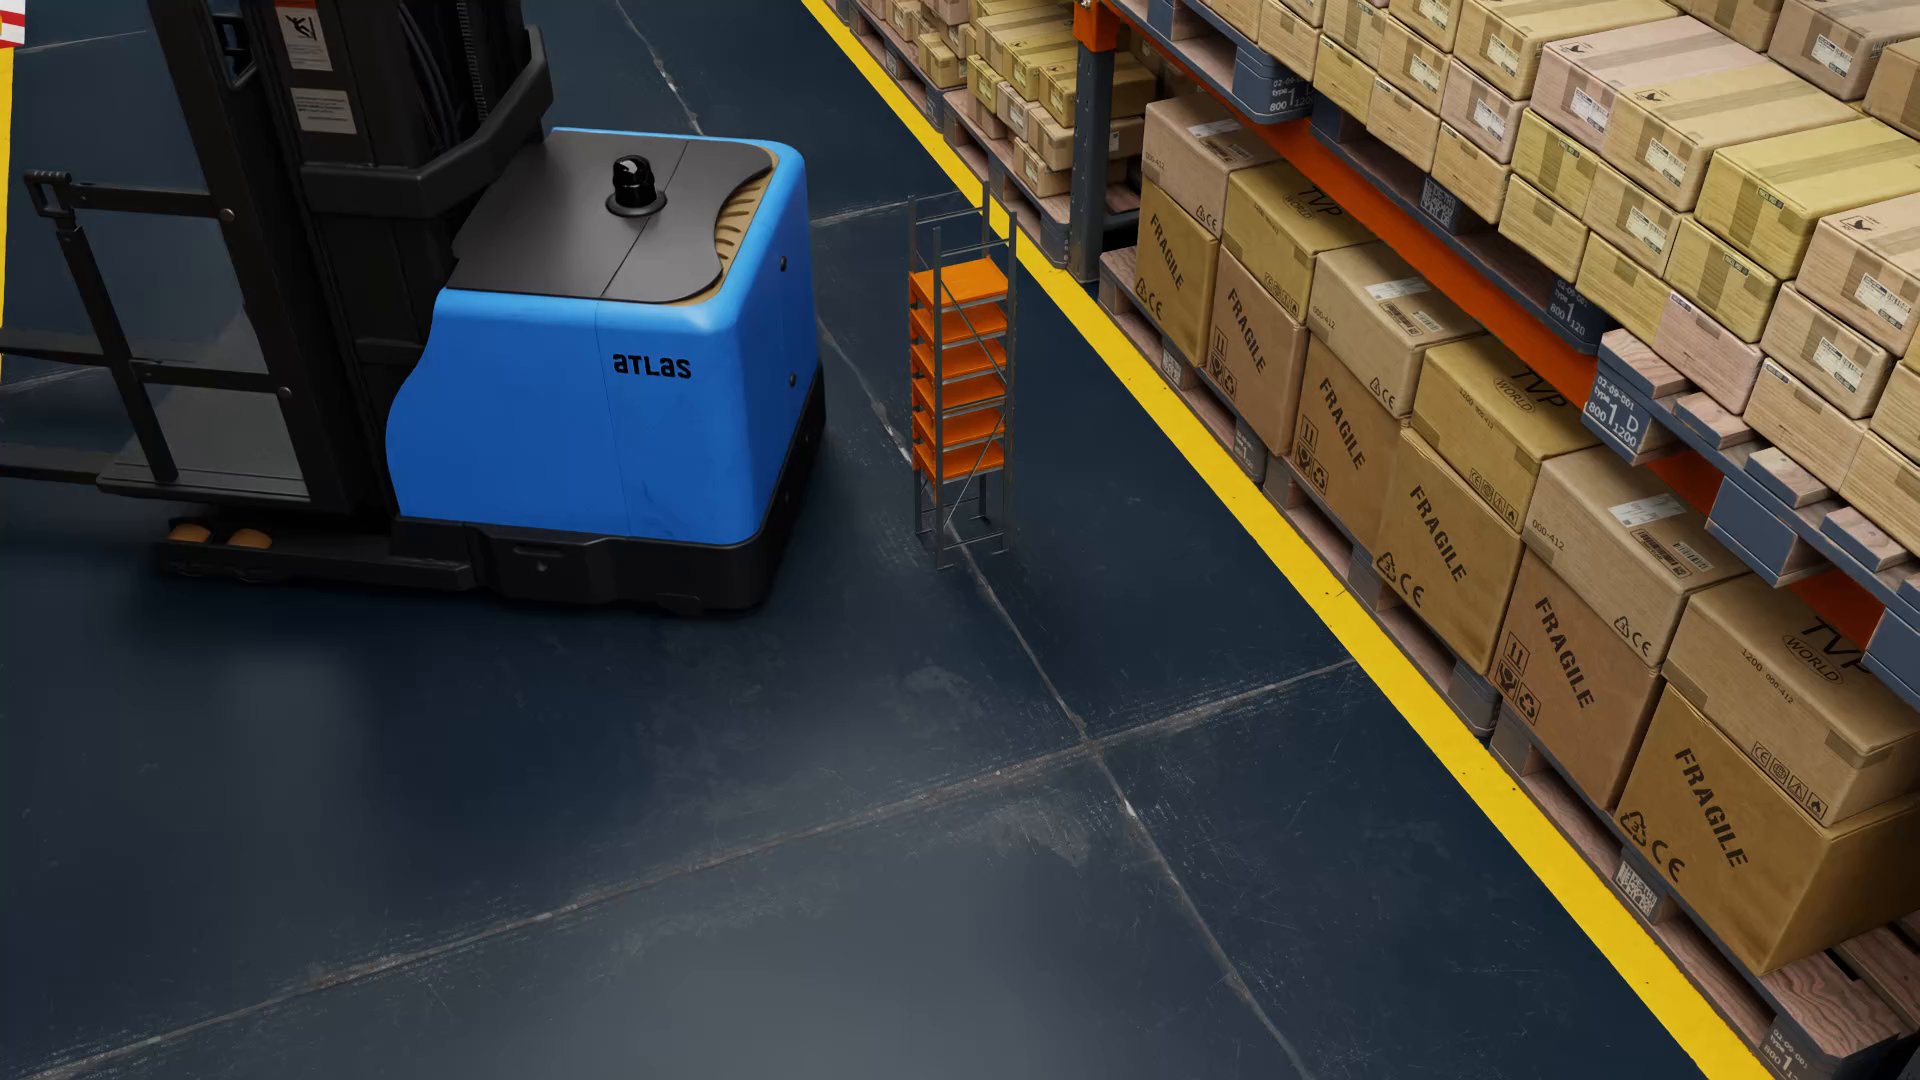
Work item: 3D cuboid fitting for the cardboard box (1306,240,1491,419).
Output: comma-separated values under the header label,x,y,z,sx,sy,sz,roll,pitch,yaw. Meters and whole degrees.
label,x,y,z,sx,sy,sz,roll,pitch,yaw
cardboard box,1.335,-0.628,4.700,0.500,0.250,0.500,-14,43,-15

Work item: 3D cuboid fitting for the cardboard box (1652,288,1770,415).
label,x,y,z,sx,sy,sz,roll,pitch,yaw
cardboard box,1.624,-0.414,3.301,0.380,0.149,0.250,-14,43,-16

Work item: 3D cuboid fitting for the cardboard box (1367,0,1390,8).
label,x,y,z,sx,sy,sz,roll,pitch,yaw
cardboard box,1.121,-1.431,4.028,0.380,0.149,0.250,-14,43,-15

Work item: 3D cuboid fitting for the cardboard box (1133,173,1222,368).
label,x,y,z,sx,sy,sz,roll,pitch,yaw
cardboard box,0.937,-0.972,5.675,0.500,0.500,0.500,-14,43,-15

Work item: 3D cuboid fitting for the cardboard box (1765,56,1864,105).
label,x,y,z,sx,sy,sz,roll,pitch,yaw
cardboard box,2.028,-1.006,3.761,0.380,0.149,0.250,-15,43,-17

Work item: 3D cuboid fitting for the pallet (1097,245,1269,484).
label,x,y,z,sx,sy,sz,roll,pitch,yaw
pallet,1.199,-0.746,5.956,1.003,0.211,1.213,-15,43,-17

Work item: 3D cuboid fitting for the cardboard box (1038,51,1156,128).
label,x,y,z,sx,sy,sz,roll,pitch,yaw
cardboard box,0.523,-1.725,6.364,0.380,0.149,0.250,-14,43,-16

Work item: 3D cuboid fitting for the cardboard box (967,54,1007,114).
label,x,y,z,sx,sy,sz,roll,pitch,yaw
cardboard box,0.252,-1.891,6.784,0.380,0.149,0.250,-17,43,-18

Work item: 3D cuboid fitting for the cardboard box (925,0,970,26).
label,x,y,z,sx,sy,sz,roll,pitch,yaw
cardboard box,0.071,-2.333,7.071,0.380,0.149,0.250,-17,44,-19

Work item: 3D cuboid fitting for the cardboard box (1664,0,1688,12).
label,x,y,z,sx,sy,sz,roll,pitch,yaw
cardboard box,1.836,-1.421,4.017,0.380,0.149,0.250,-16,43,-17

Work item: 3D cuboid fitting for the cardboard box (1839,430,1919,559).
label,x,y,z,sx,sy,sz,roll,pitch,yaw
cardboard box,1.817,-0.109,2.947,0.380,0.149,0.250,-14,43,-16

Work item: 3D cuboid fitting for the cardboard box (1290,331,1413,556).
label,x,y,z,sx,sy,sz,roll,pitch,yaw
cardboard box,1.354,-0.342,4.942,0.500,0.500,0.500,-14,43,-16

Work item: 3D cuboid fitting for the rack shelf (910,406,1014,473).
label,x,y,z,sx,sy,sz,roll,pitch,yaw
rack shelf,0.006,-0.322,4.956,0.258,0.103,0.180,-15,43,-17

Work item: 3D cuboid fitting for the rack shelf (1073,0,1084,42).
label,x,y,z,sx,sy,sz,roll,pitch,yaw
rack shelf,0.134,-3.204,7.227,1.077,0.370,4.000,-15,43,-17

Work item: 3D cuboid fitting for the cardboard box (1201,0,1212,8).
label,x,y,z,sx,sy,sz,roll,pitch,yaw
cardboard box,0.829,-1.667,4.759,0.380,0.149,0.250,-15,43,-17

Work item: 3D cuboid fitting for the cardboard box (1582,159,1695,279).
label,x,y,z,sx,sy,sz,roll,pitch,yaw
cardboard box,1.518,-0.692,3.397,0.380,0.149,0.250,-15,43,-17

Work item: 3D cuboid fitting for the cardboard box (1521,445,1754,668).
label,x,y,z,sx,sy,sz,roll,pitch,yaw
cardboard box,1.723,-0.006,3.977,0.500,0.250,0.500,-15,43,-16

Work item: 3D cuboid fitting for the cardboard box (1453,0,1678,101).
label,x,y,z,sx,sy,sz,roll,pitch,yaw
cardboard box,1.326,-1.112,3.657,0.380,0.149,0.250,-13,42,-15

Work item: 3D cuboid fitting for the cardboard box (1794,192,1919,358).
label,x,y,z,sx,sy,sz,roll,pitch,yaw
cardboard box,1.725,-0.485,2.928,0.380,0.149,0.250,-16,43,-17

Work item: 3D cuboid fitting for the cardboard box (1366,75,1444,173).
label,x,y,z,sx,sy,sz,roll,pitch,yaw
cardboard box,1.223,-1.046,4.037,0.380,0.149,0.250,-17,44,-19

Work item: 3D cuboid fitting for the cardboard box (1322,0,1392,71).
label,x,y,z,sx,sy,sz,roll,pitch,yaw
cardboard box,1.132,-1.308,4.113,0.380,0.149,0.250,-16,43,-18

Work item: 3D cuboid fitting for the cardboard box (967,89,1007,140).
label,x,y,z,sx,sy,sz,roll,pitch,yaw
cardboard box,0.252,-1.822,6.933,0.380,0.149,0.250,-16,43,-18

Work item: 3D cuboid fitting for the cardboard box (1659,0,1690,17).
label,x,y,z,sx,sy,sz,roll,pitch,yaw
cardboard box,1.830,-1.318,4.124,0.380,0.149,0.250,-14,43,-15

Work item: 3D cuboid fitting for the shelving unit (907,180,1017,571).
label,x,y,z,sx,sy,sz,roll,pitch,yaw
shelving unit,0.006,-0.446,4.849,0.258,1.200,0.189,-15,43,-17

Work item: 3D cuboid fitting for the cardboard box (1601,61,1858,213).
label,x,y,z,sx,sy,sz,roll,pitch,yaw
cardboard box,1.519,-0.803,3.297,0.380,0.149,0.250,-14,43,-16

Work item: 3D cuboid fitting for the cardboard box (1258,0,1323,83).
label,x,y,z,sx,sy,sz,roll,pitch,yaw
cardboard box,1.022,-1.362,4.404,0.380,0.149,0.250,-17,44,-19

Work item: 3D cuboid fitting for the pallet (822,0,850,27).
label,x,y,z,sx,sy,sz,roll,pitch,yaw
pallet,-0.324,-3.080,8.670,1.003,0.211,1.213,-15,43,-17

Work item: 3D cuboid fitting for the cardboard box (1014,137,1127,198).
label,x,y,z,sx,sy,sz,roll,pitch,yaw
cardboard box,0.435,-1.502,6.560,0.380,0.149,0.250,-15,43,-16

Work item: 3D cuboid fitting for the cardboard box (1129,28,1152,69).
label,x,y,z,sx,sy,sz,roll,pitch,yaw
cardboard box,0.909,-2.016,6.702,0.380,0.149,0.250,-13,42,-15

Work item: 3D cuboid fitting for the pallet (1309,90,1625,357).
label,x,y,z,sx,sy,sz,roll,pitch,yaw
pallet,1.635,-0.972,4.227,1.003,0.211,1.213,-15,43,-17

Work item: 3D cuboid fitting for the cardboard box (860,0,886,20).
label,x,y,z,sx,sy,sz,roll,pitch,yaw
cardboard box,-0.252,-2.596,7.833,0.380,0.149,0.250,-17,44,-19

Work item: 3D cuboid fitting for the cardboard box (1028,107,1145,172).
label,x,y,z,sx,sy,sz,roll,pitch,yaw
cardboard box,0.485,-1.574,6.416,0.380,0.149,0.250,-14,43,-16

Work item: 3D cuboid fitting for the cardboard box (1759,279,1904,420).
label,x,y,z,sx,sy,sz,roll,pitch,yaw
cardboard box,1.717,-0.384,3.038,0.380,0.149,0.250,-14,43,-15

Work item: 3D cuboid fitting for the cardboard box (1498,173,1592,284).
label,x,y,z,sx,sy,sz,roll,pitch,yaw
cardboard box,1.428,-0.727,3.665,0.380,0.149,0.250,-17,44,-19

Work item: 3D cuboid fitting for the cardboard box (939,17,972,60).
label,x,y,z,sx,sy,sz,roll,pitch,yaw
cardboard box,0.131,-2.215,7.161,0.380,0.149,0.250,-14,43,-16

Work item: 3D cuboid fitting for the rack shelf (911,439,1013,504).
label,x,y,z,sx,sy,sz,roll,pitch,yaw
rack shelf,0.006,-0.231,5.034,0.258,0.103,0.180,-15,43,-17

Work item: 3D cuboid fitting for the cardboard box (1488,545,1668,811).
label,x,y,z,sx,sy,sz,roll,pitch,yaw
cardboard box,1.742,0.281,4.218,0.500,0.500,0.500,-13,42,-15

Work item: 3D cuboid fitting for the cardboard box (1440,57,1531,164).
label,x,y,z,sx,sy,sz,roll,pitch,yaw
cardboard box,1.325,-1.000,3.755,0.380,0.149,0.250,-14,43,-16

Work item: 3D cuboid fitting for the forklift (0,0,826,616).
label,x,y,z,sx,sy,sz,roll,pitch,yaw
forklift,-2.010,-1.316,4.533,3.031,2.935,1.130,5,41,6

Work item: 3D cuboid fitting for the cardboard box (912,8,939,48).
label,x,y,z,sx,sy,sz,roll,pitch,yaw
cardboard box,0.001,-2.299,7.487,0.380,0.149,0.250,-14,43,-16

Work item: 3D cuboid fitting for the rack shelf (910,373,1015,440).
label,x,y,z,sx,sy,sz,roll,pitch,yaw
rack shelf,0.006,-0.413,4.878,0.258,0.103,0.180,-15,43,-17

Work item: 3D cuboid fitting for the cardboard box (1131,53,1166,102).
label,x,y,z,sx,sy,sz,roll,pitch,yaw
cardboard box,0.877,-1.891,6.785,0.380,0.149,0.250,-15,43,-17

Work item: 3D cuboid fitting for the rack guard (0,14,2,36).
label,x,y,z,sx,sy,sz,roll,pitch,yaw
rack guard,-5.261,-2.572,7.857,1.175,0.500,0.348,-15,43,-17

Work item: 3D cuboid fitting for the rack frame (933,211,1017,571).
label,x,y,z,sx,sy,sz,roll,pitch,yaw
rack frame,0.041,-0.391,4.785,0.240,1.200,0.006,-15,43,-17

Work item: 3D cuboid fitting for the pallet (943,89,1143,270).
label,x,y,z,sx,sy,sz,roll,pitch,yaw
pallet,0.610,-1.611,6.961,1.003,0.211,1.213,-15,43,-17

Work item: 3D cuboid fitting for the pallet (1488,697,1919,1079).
label,x,y,z,sx,sy,sz,roll,pitch,yaw
pallet,2.132,0.724,4.247,1.003,0.211,1.213,-15,43,-17

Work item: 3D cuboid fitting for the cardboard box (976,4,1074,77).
label,x,y,z,sx,sy,sz,roll,pitch,yaw
cardboard box,0.287,-2.018,6.704,0.380,0.149,0.250,-15,43,-17

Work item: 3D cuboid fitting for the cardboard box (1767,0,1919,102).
label,x,y,z,sx,sy,sz,roll,pitch,yaw
cardboard box,2.031,-1.111,3.656,0.380,0.149,0.250,-13,42,-15

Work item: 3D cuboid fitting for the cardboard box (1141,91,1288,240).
label,x,y,z,sx,sy,sz,roll,pitch,yaw
cardboard box,0.938,-1.257,5.431,0.500,0.250,0.500,-17,44,-19
